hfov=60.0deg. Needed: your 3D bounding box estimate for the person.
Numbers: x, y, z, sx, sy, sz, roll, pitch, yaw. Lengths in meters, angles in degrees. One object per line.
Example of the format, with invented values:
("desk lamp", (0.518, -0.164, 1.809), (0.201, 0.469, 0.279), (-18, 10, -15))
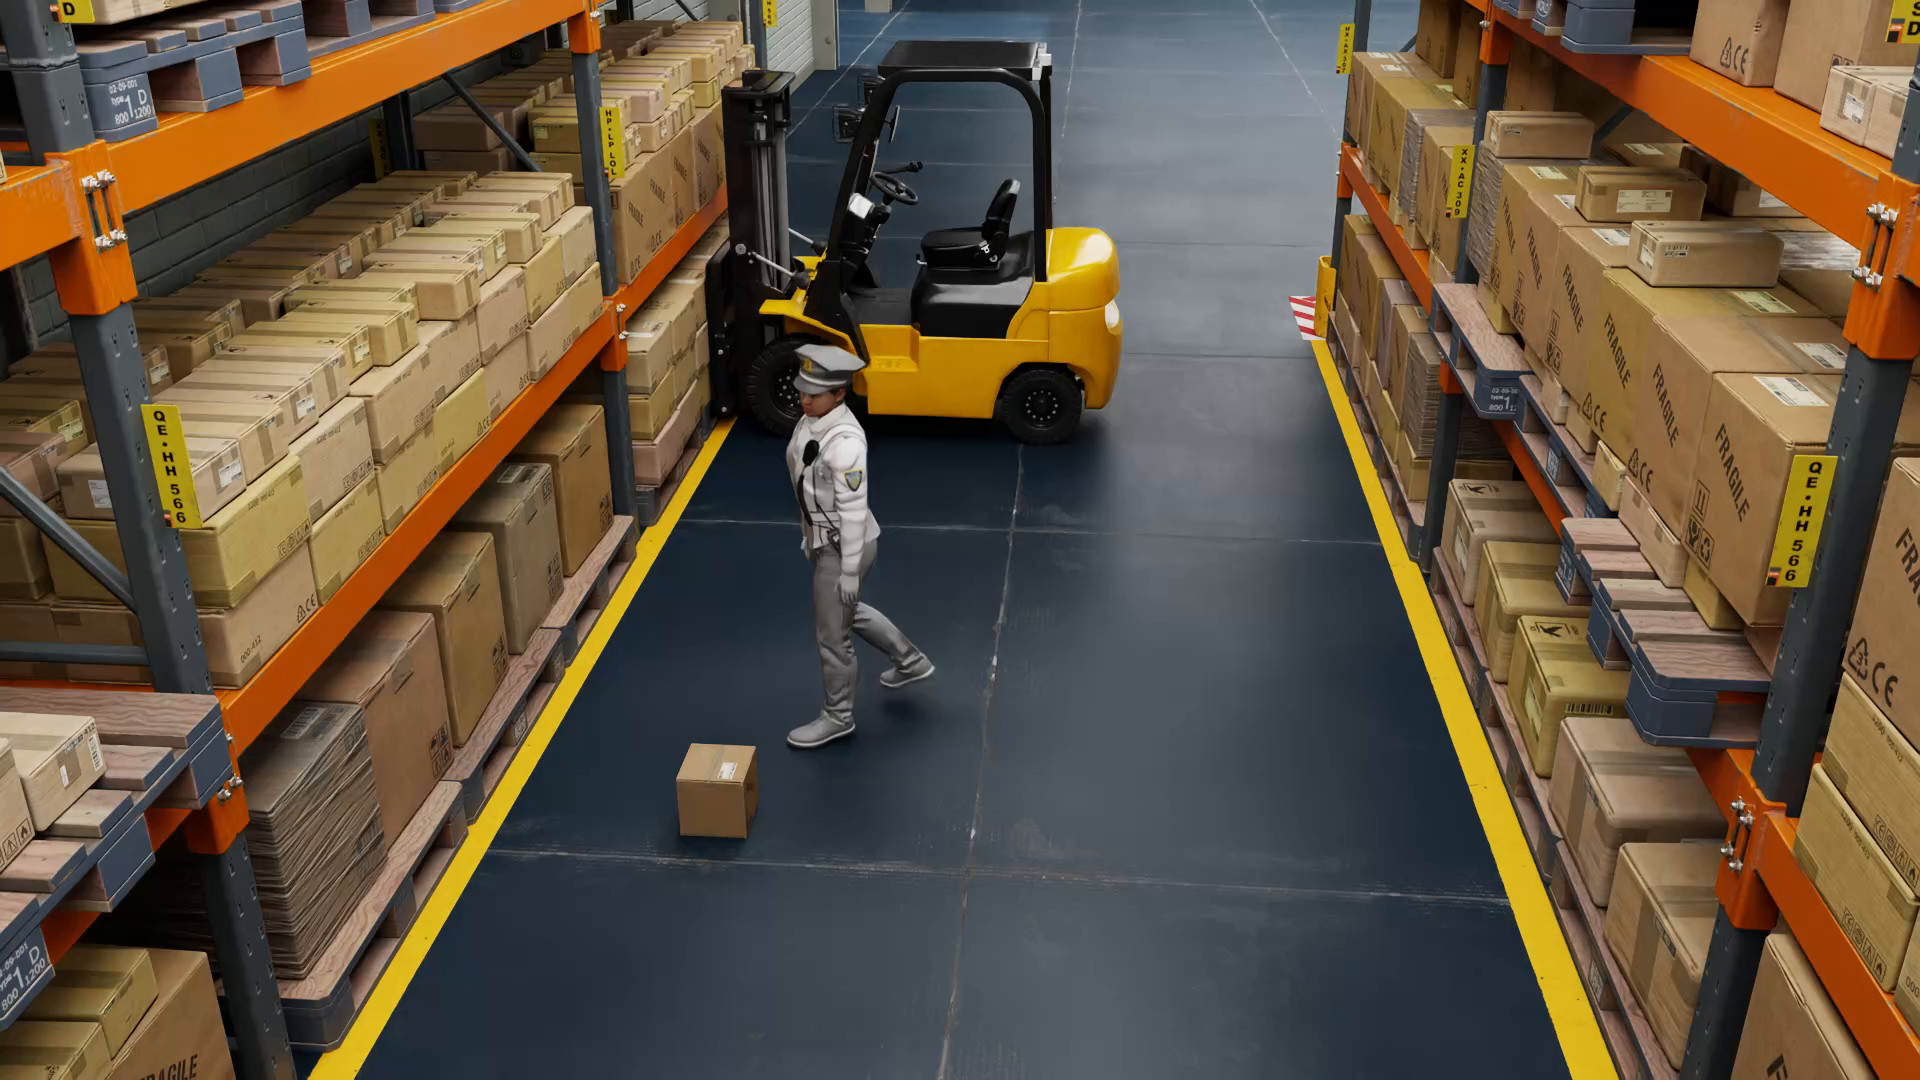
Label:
("person", (-0.399, 0.016, 6.541), (0.655, 1.667, 0.500), (-6, 25, -14))
